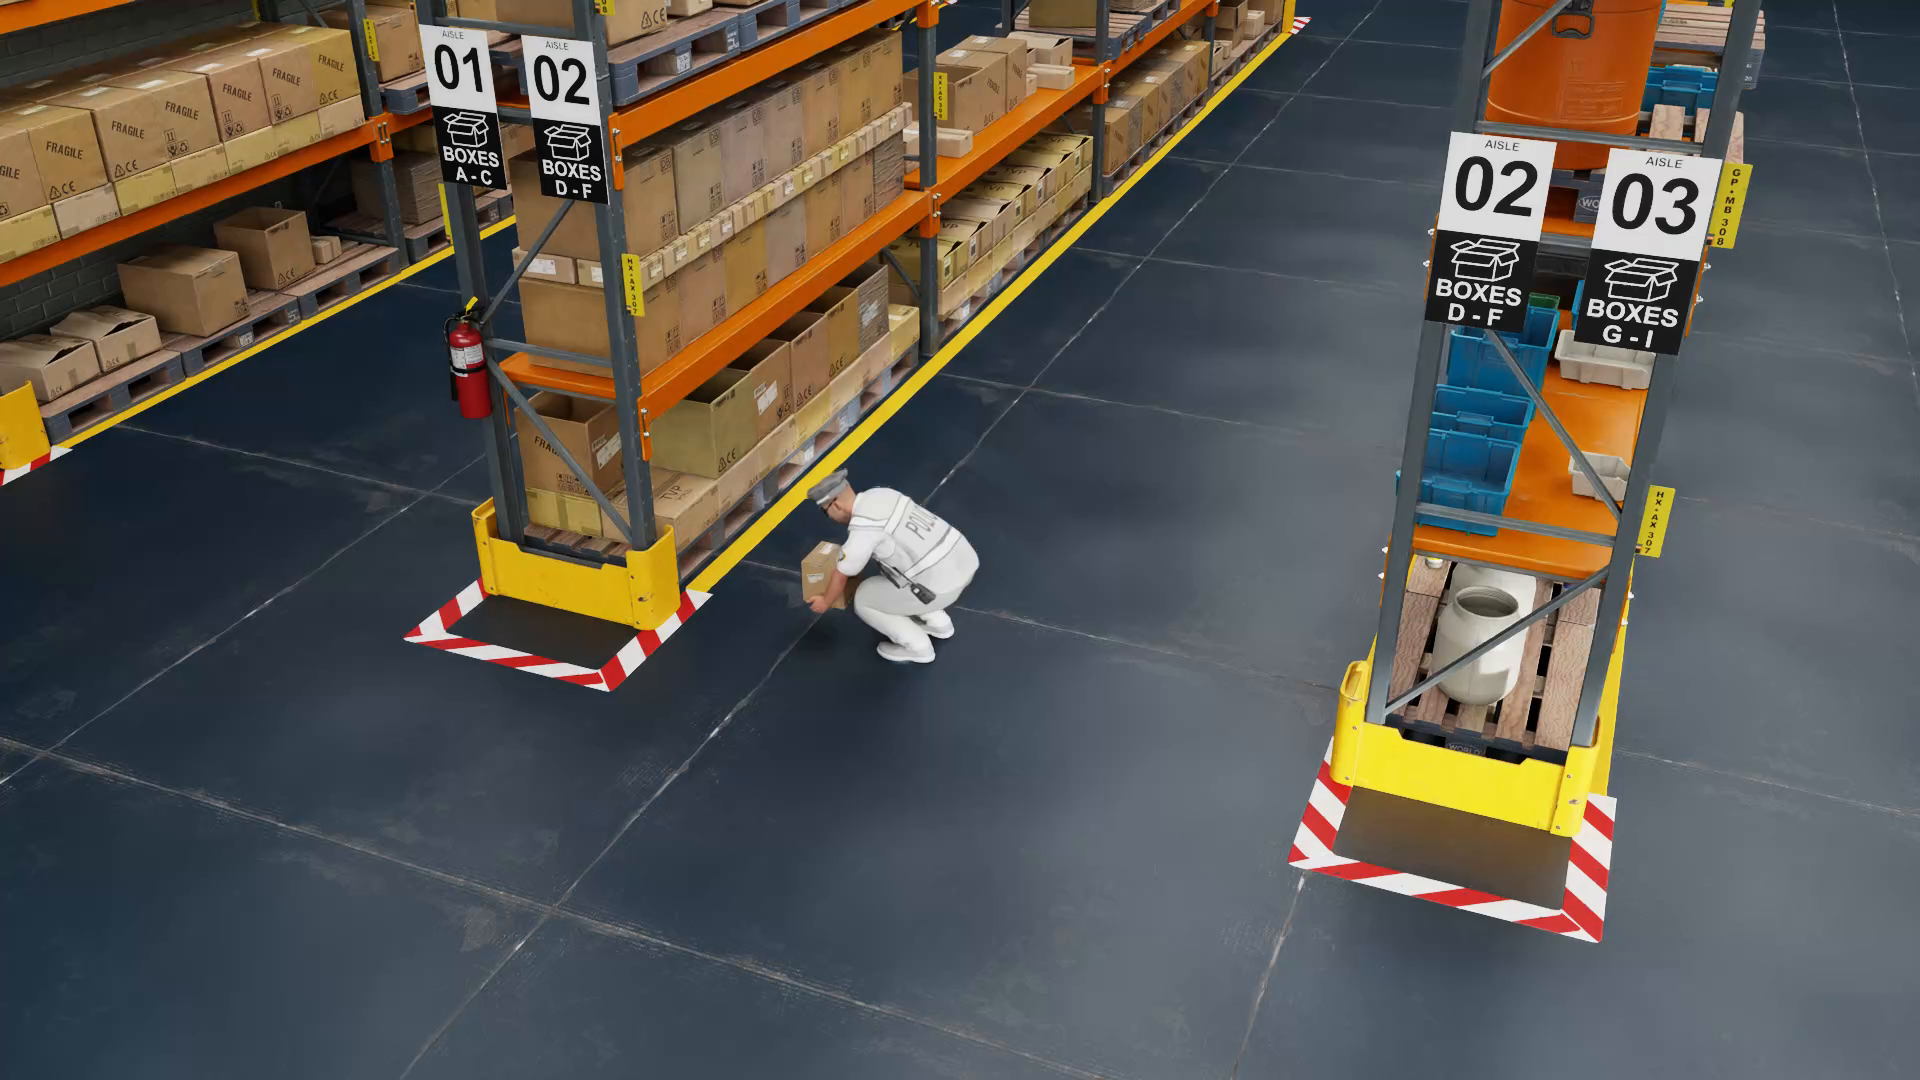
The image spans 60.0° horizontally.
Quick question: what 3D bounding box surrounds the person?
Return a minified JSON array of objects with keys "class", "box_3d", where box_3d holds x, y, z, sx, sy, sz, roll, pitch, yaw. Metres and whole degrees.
[{"class":"person","box_3d":[-0.370,0.120,8.942,0.914,1.012,0.565,11,31,19]}]
